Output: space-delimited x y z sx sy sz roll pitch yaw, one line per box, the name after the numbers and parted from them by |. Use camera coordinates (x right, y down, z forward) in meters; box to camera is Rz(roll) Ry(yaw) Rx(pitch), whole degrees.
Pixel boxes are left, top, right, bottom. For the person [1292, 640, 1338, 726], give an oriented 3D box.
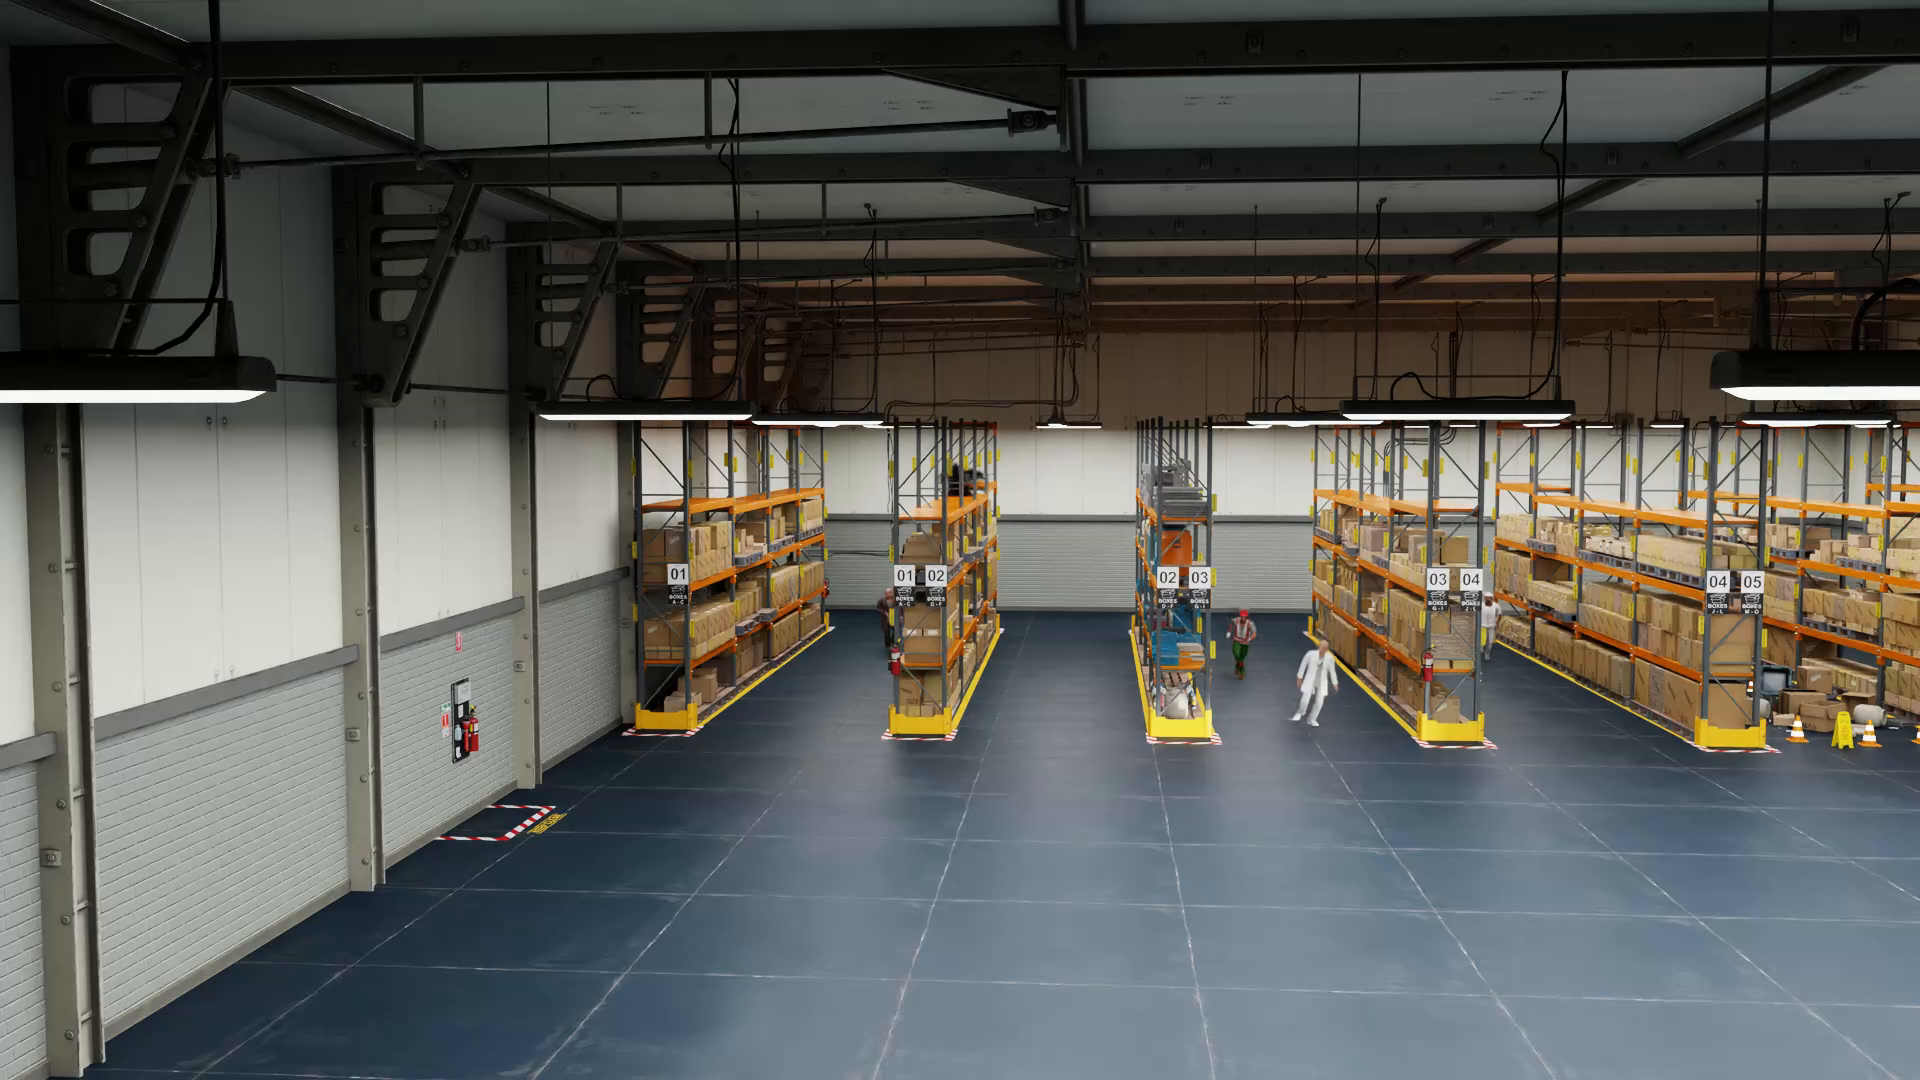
6.887 2.757 32.229 0.828 1.693 0.653 0 4 2 | person

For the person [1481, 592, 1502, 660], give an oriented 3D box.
13.230 2.150 41.708 0.701 1.712 0.635 1 4 11 | person

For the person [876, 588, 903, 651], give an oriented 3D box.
-1.822 2.074 43.144 0.702 1.668 0.854 0 4 -6 | person

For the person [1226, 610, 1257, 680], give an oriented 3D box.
6.517 2.380 38.512 0.685 1.605 1.098 0 4 7 | person
